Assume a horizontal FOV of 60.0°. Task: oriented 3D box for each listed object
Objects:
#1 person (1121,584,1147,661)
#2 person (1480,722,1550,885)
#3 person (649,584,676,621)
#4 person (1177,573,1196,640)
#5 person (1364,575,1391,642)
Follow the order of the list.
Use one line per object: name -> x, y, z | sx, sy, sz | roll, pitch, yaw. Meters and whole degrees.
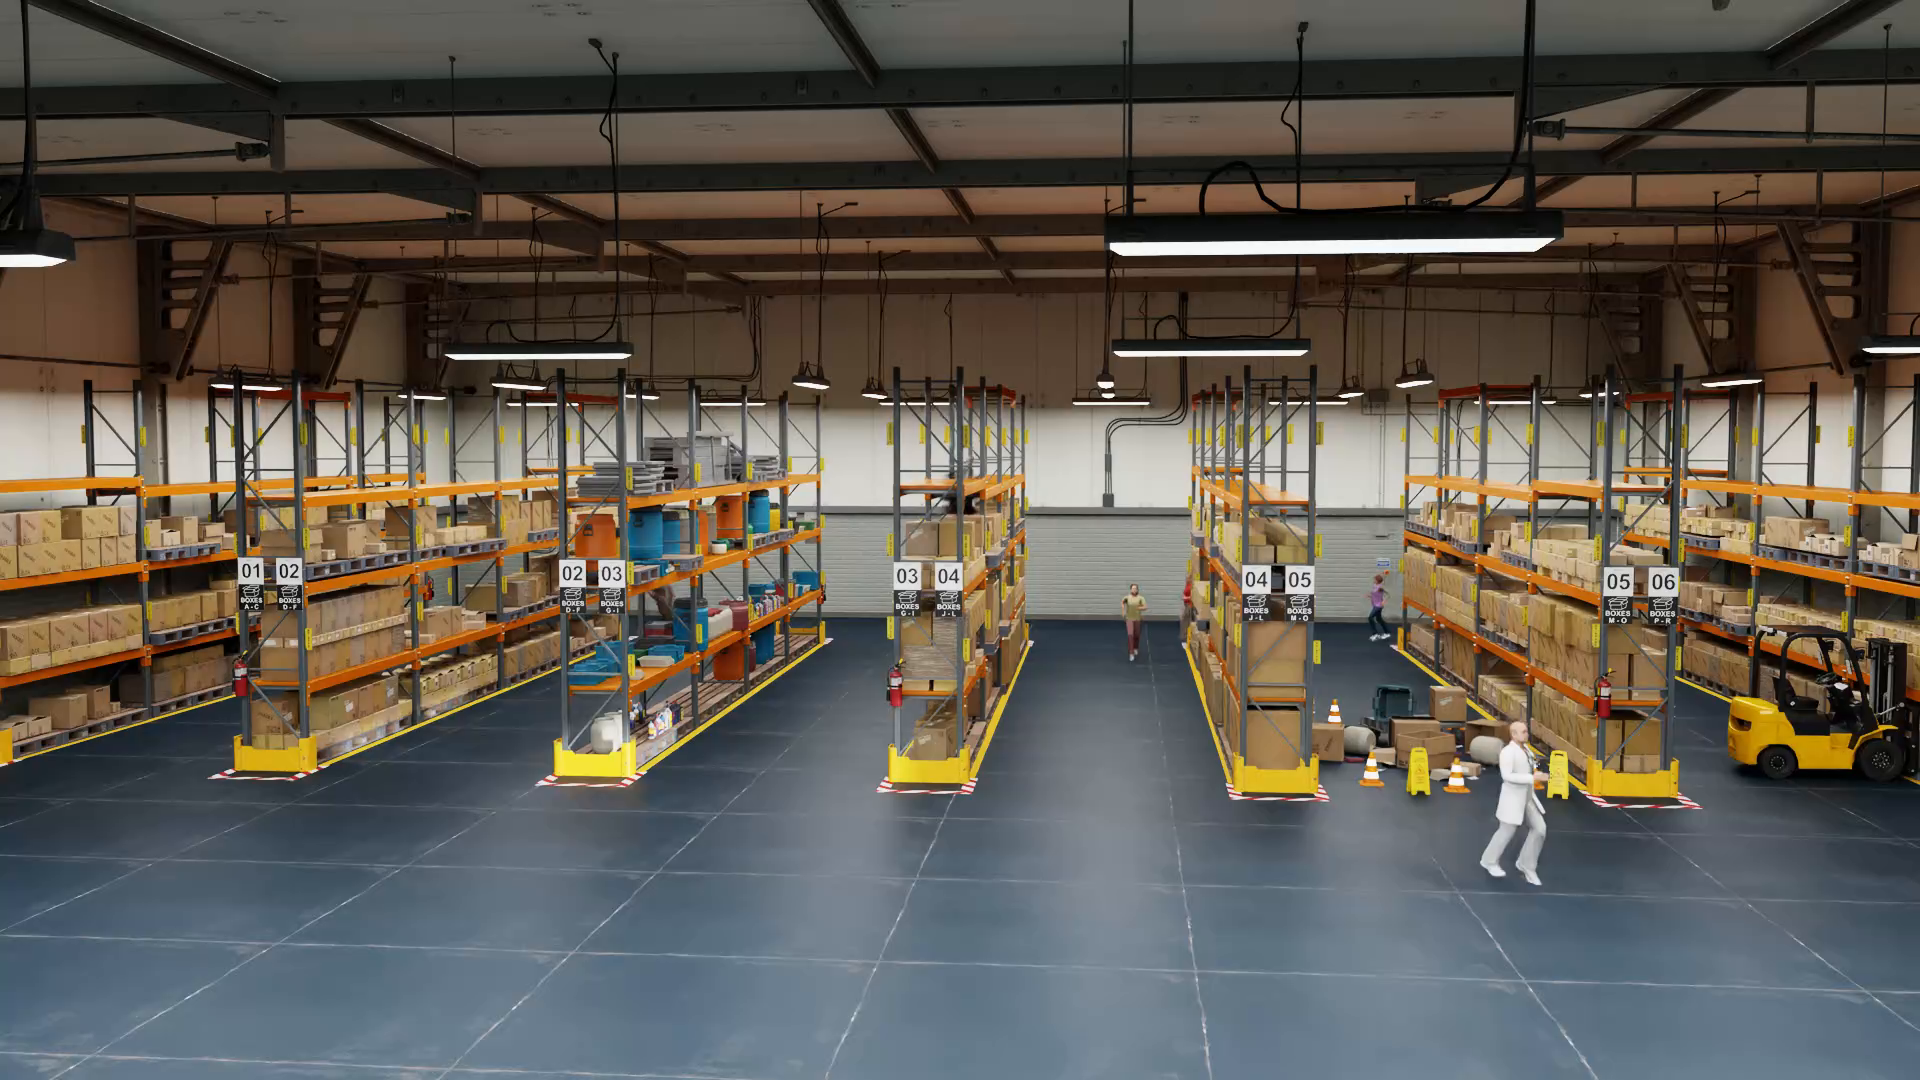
person -> 3.919, 1.820, 37.409 | 0.563, 1.685, 0.922 | 0, 4, 1
person -> 6.245, 2.959, 18.669 | 0.708, 1.857, 0.841 | -3, 5, -39
person -> -7.290, 1.597, 41.068 | 0.737, 1.754, 0.753 | 3, 5, 45
person -> 5.726, 1.677, 40.733 | 0.791, 1.752, 0.813 | 0, 4, -2
person -> 10.244, 1.674, 40.764 | 0.711, 1.623, 0.504 | 0, 4, -3
